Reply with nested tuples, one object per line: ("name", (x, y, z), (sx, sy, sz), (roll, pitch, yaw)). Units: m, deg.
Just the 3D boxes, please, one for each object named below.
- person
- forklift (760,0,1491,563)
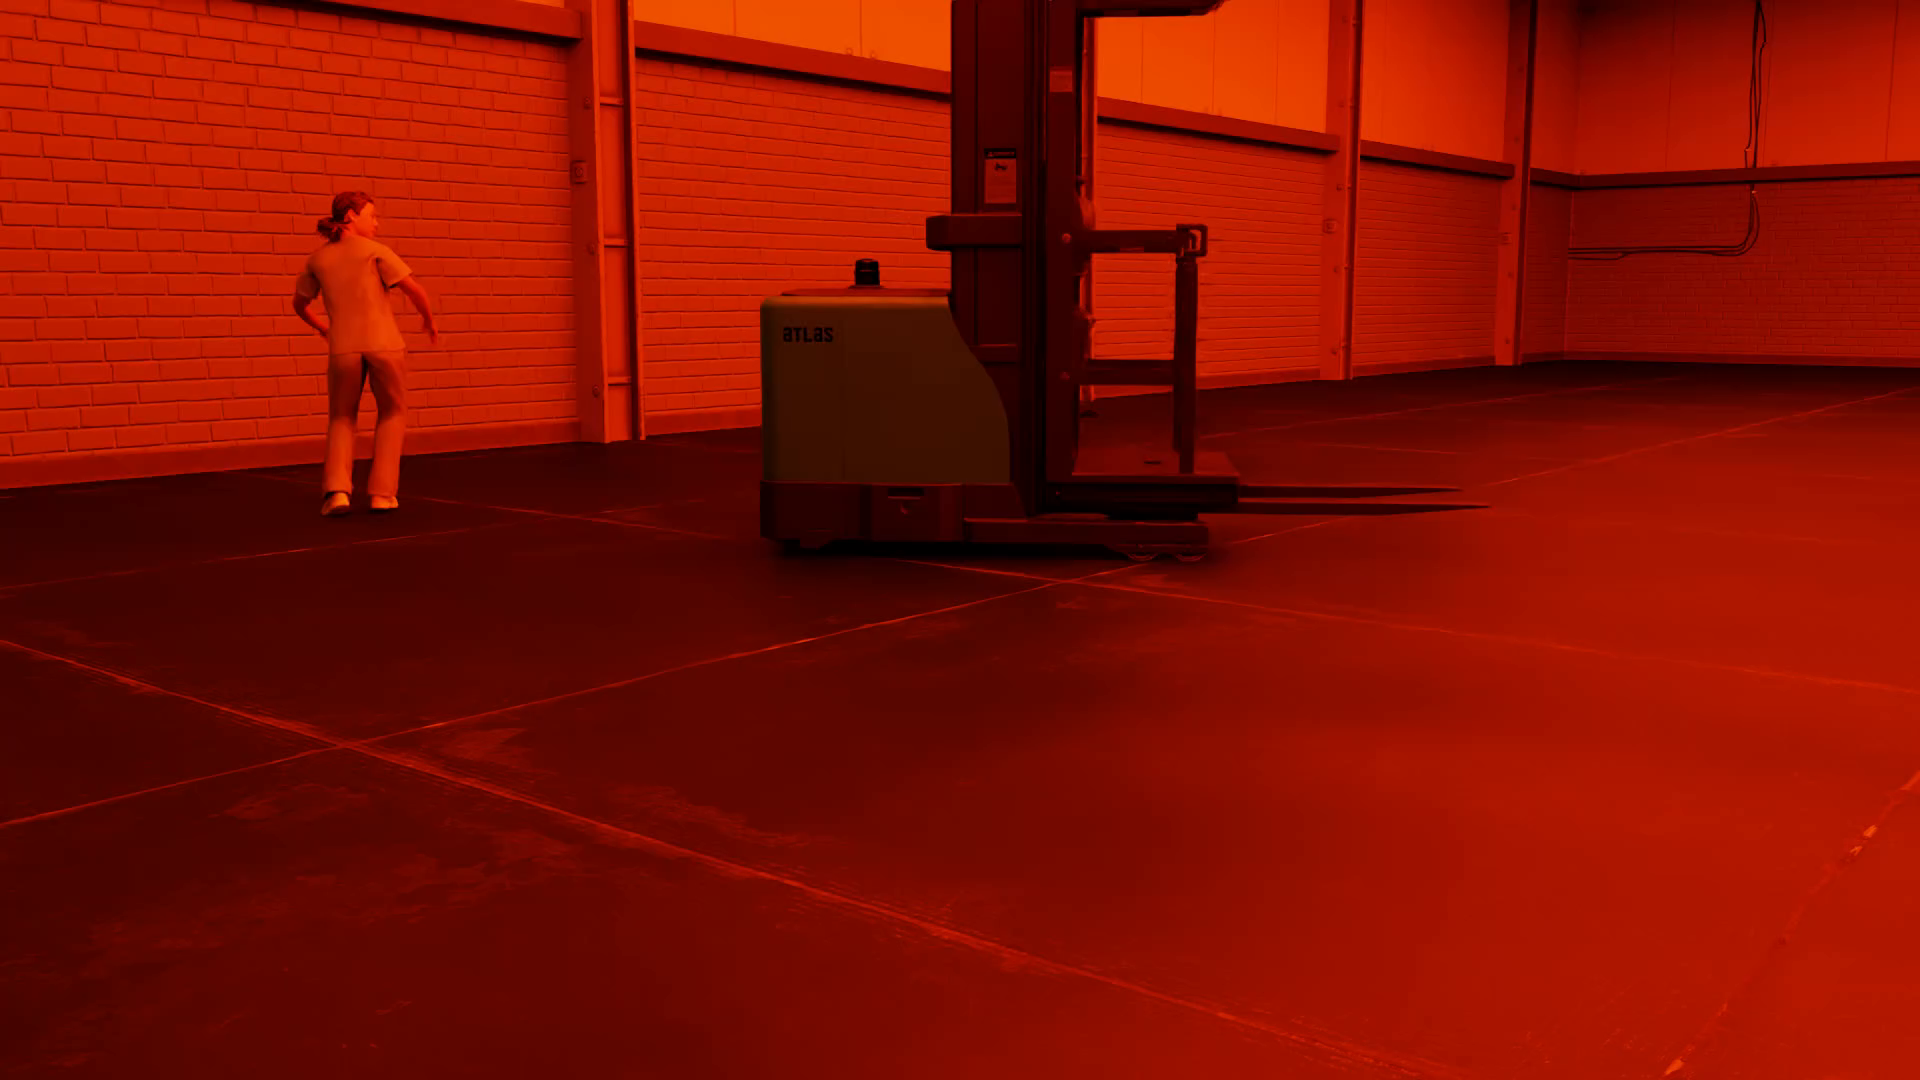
("person", (-2.968, -0.926, 8.312), (0.682, 1.600, 0.622), (-1, 8, -6))
("forklift", (0.706, -1.439, 7.117), (3.031, 2.935, 1.130), (1, 8, 6))
